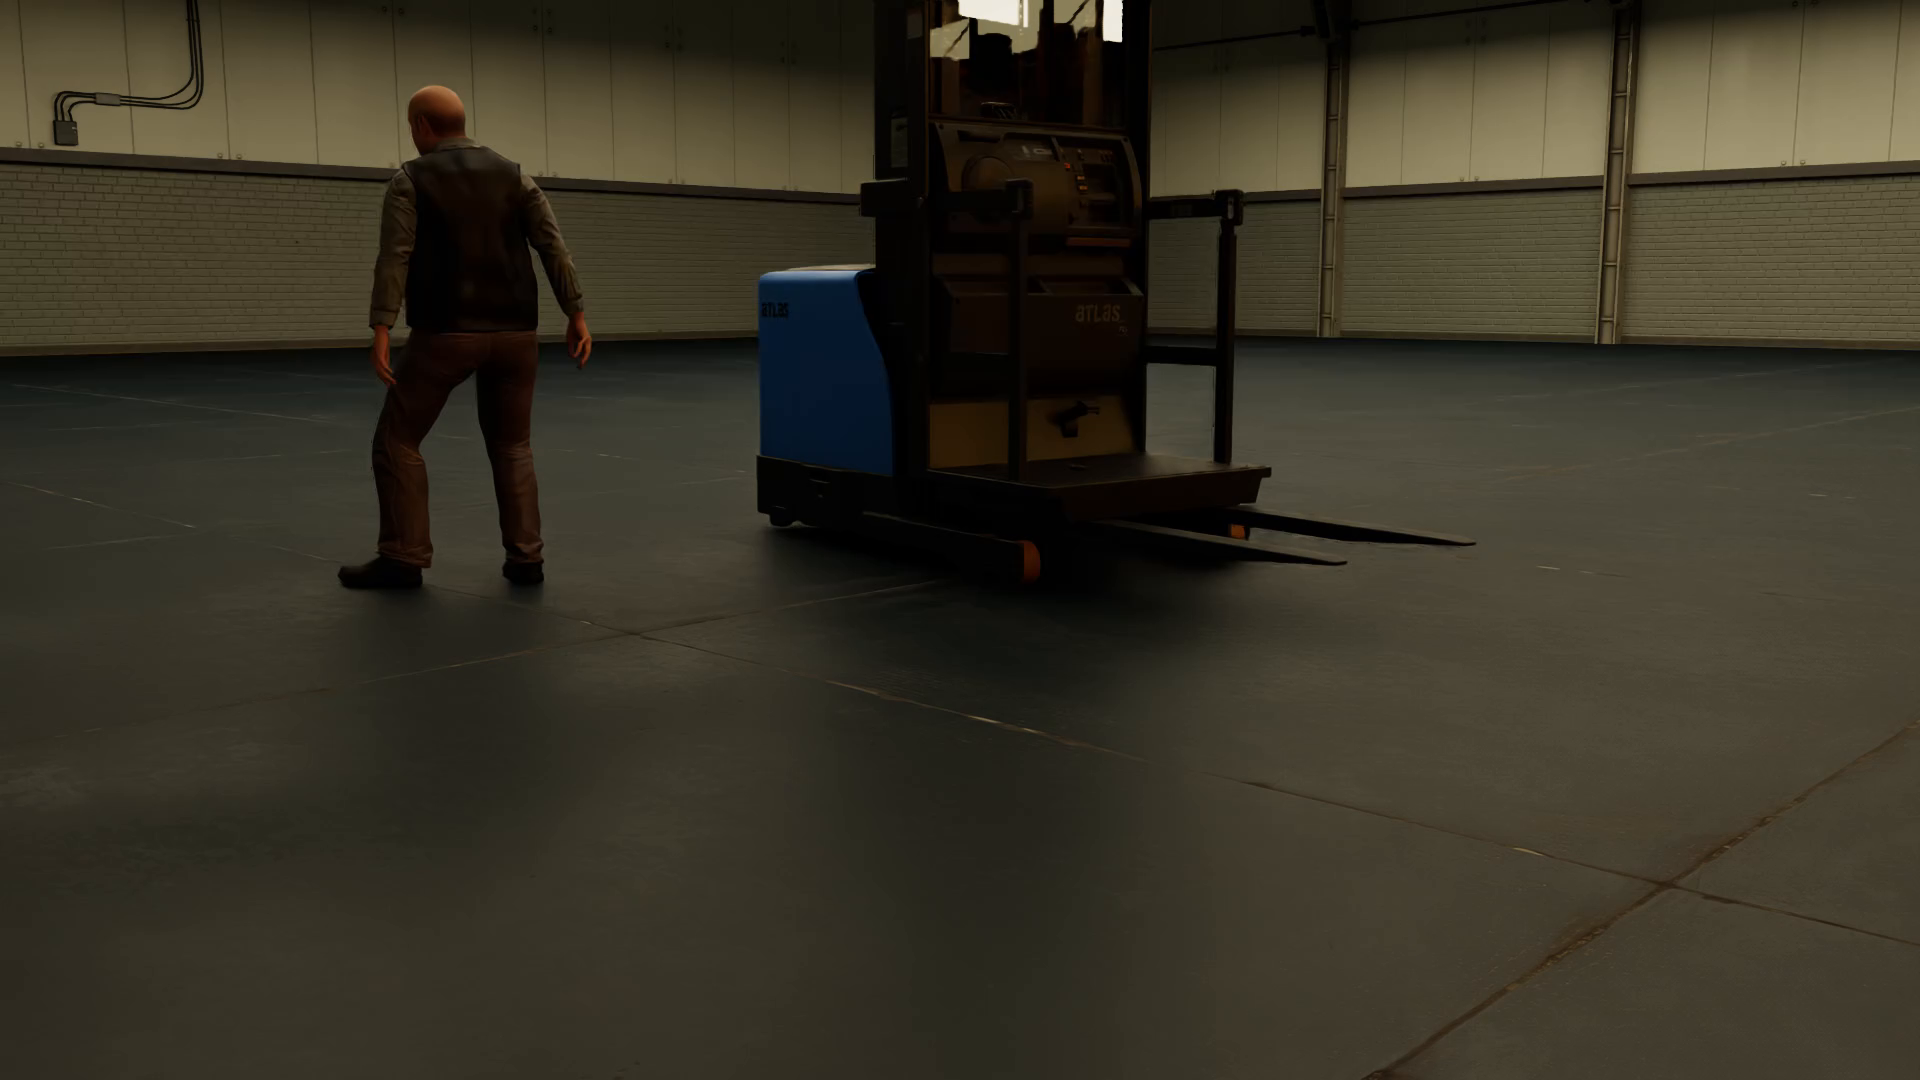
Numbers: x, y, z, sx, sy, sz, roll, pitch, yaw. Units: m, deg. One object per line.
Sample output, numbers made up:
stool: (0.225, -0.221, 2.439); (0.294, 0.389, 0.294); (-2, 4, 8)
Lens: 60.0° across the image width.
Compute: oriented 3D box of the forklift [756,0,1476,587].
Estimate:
forklift: (0.429, -1.371, 5.982); (1.130, 2.935, 3.031); (-6, 11, -37)

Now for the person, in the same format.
person: (-1.689, -0.687, 5.677); (0.848, 1.692, 0.405); (-6, 10, -33)
